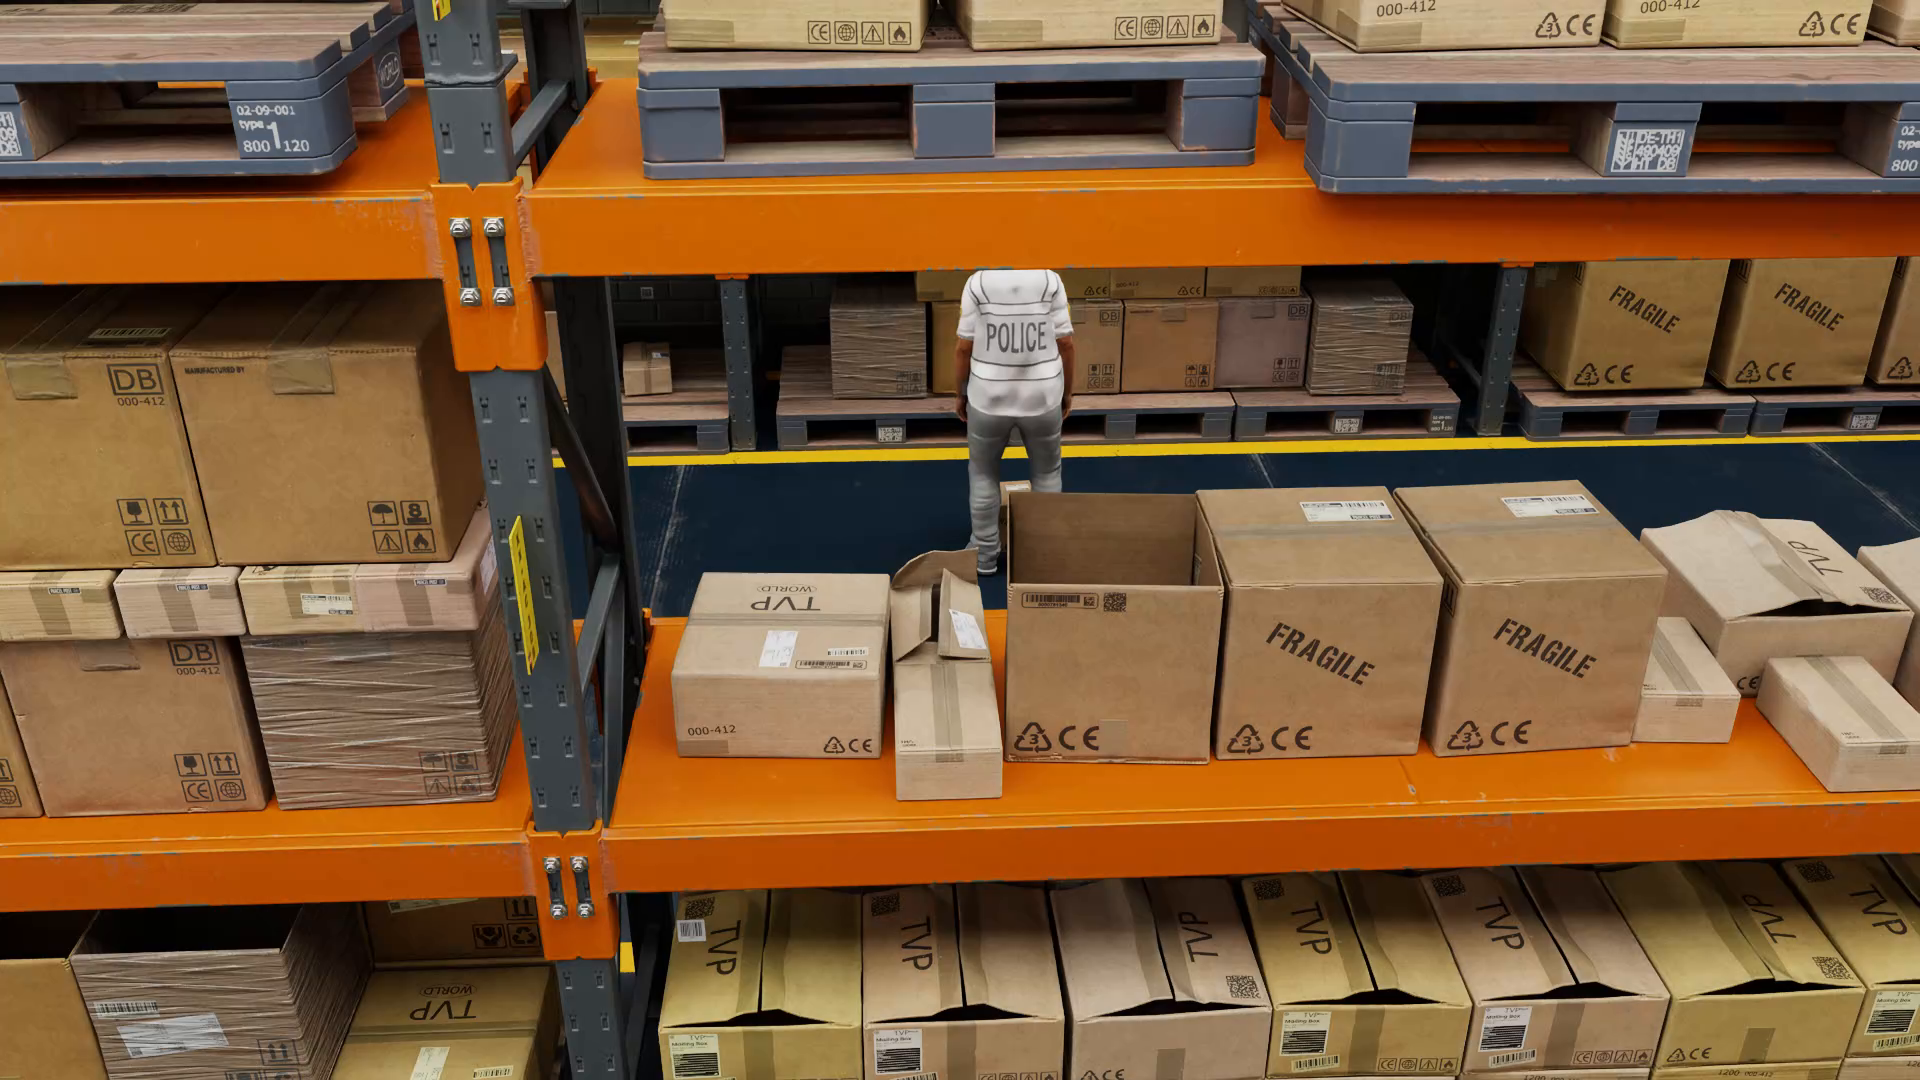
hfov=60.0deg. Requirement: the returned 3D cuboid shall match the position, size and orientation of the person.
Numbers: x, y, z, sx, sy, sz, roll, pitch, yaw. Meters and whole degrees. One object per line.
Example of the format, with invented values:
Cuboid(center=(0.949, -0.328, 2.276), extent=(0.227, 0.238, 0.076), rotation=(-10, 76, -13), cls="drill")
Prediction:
Cuboid(center=(0.242, -0.632, 7.316), extent=(0.537, 1.666, 0.468), rotation=(-1, 28, -2), cls="person")
